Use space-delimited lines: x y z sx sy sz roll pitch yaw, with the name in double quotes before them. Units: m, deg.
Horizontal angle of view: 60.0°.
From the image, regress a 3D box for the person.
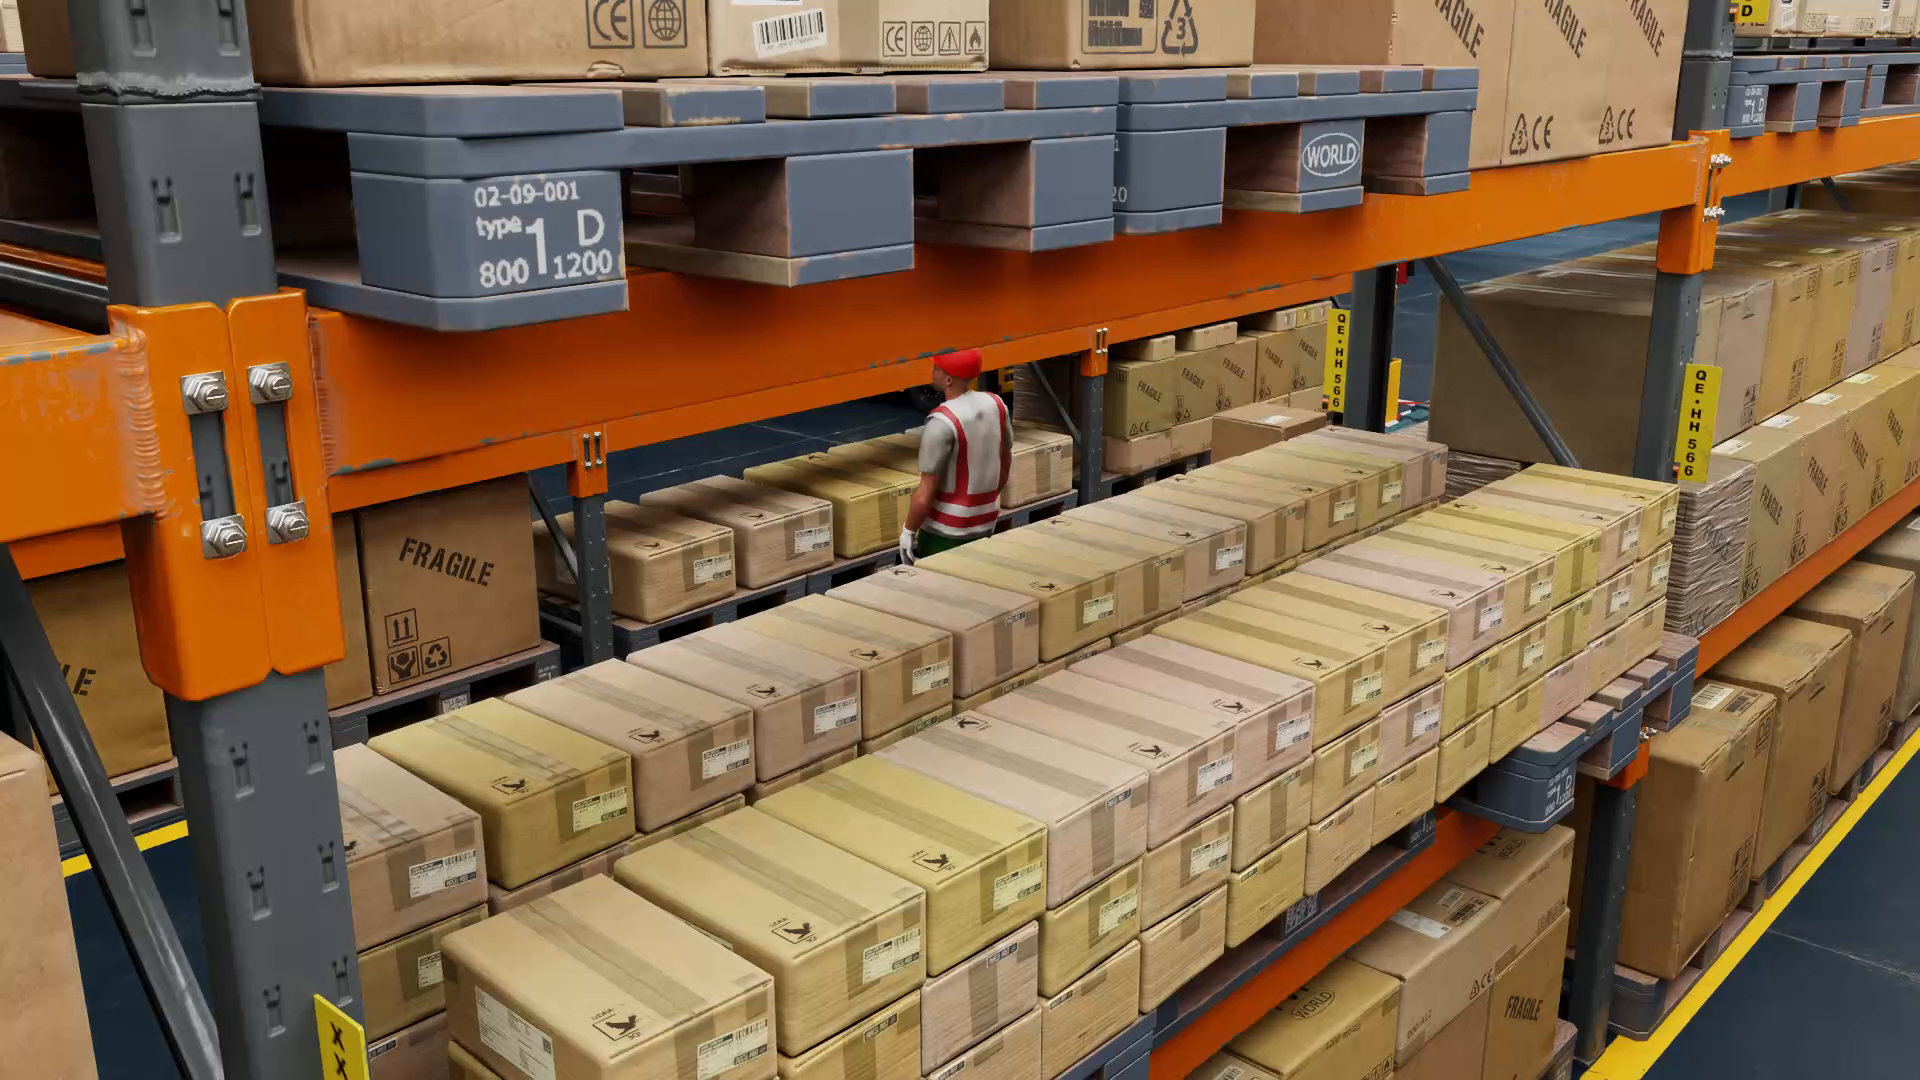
"person" -0.076 -0.083 7.750 0.564 1.783 0.637 14 22 40
